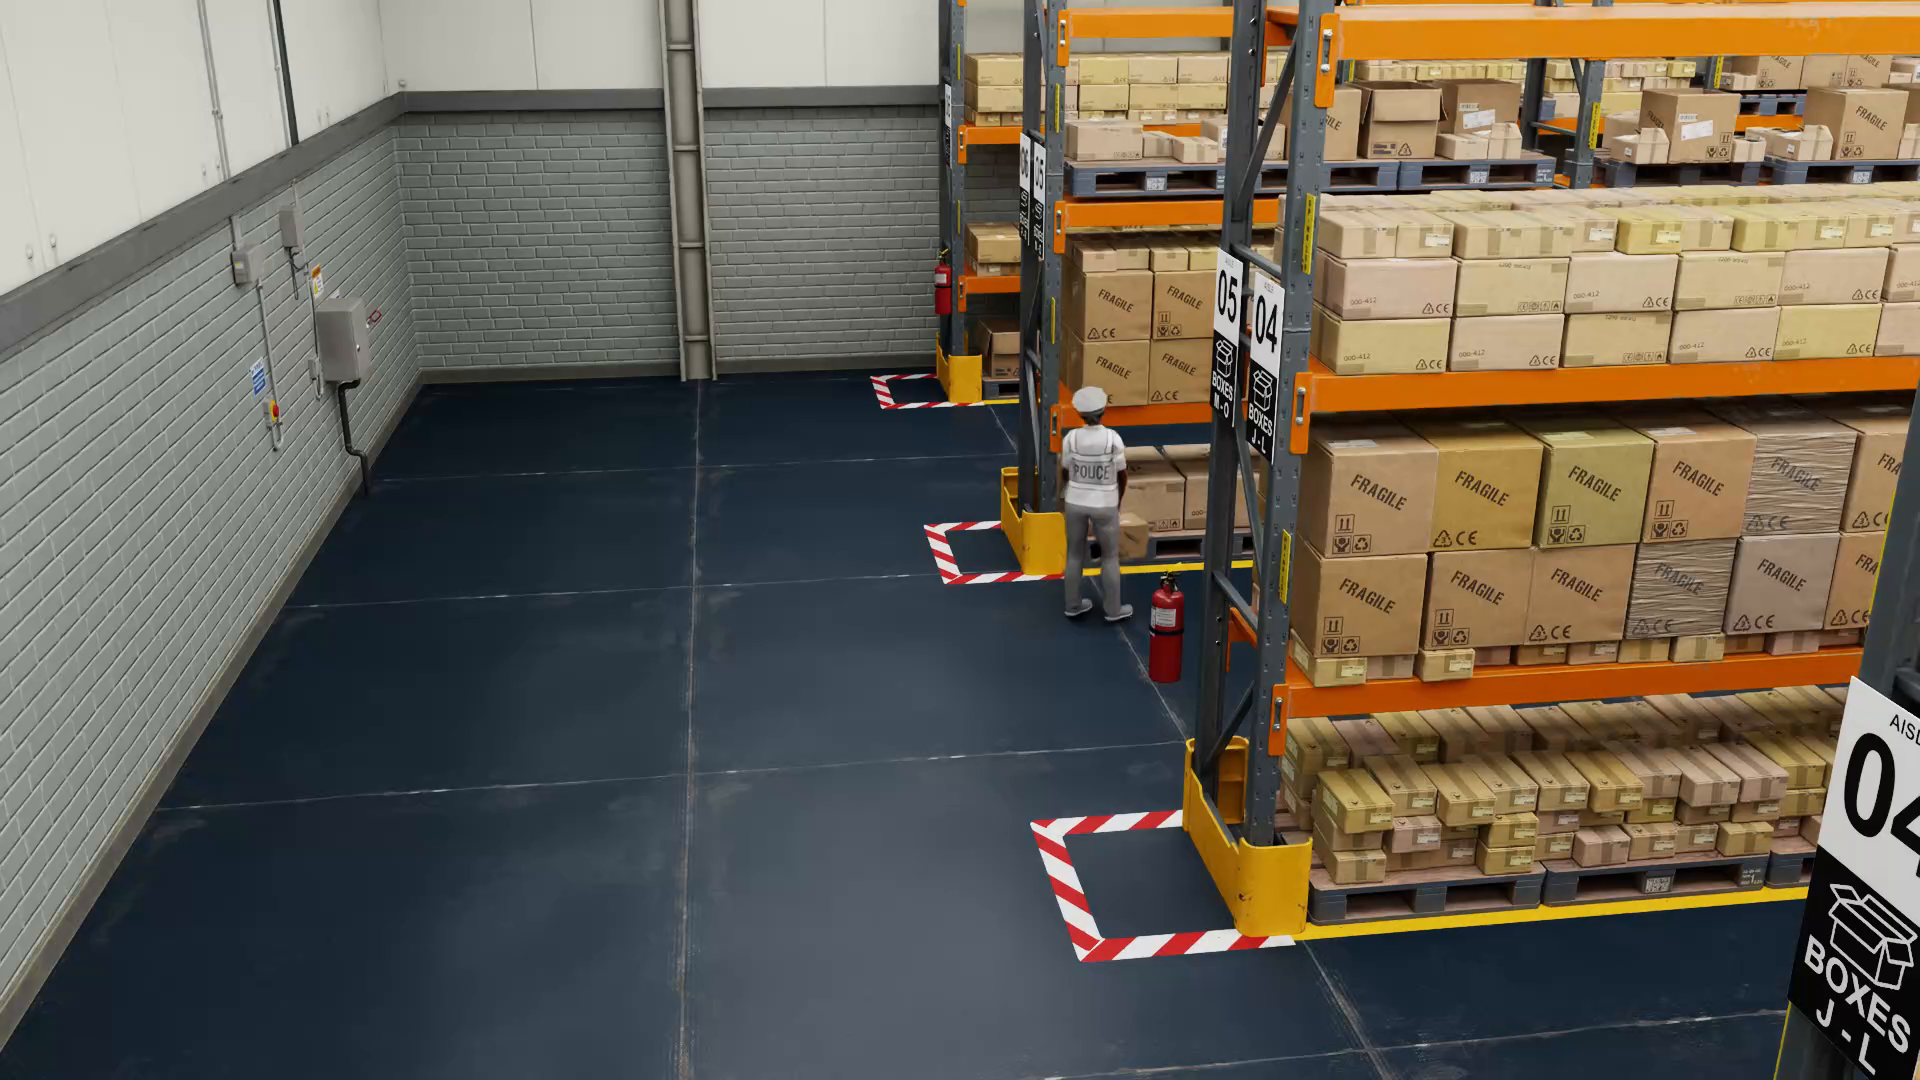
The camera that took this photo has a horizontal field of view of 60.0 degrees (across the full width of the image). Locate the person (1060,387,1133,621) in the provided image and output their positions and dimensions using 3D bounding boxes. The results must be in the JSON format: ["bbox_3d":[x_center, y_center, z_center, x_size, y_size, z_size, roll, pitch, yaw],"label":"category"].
[{"bbox_3d":[0.967,-0.243,11.647,0.532,1.702,0.422,3,20,9],"label":"person"}]
